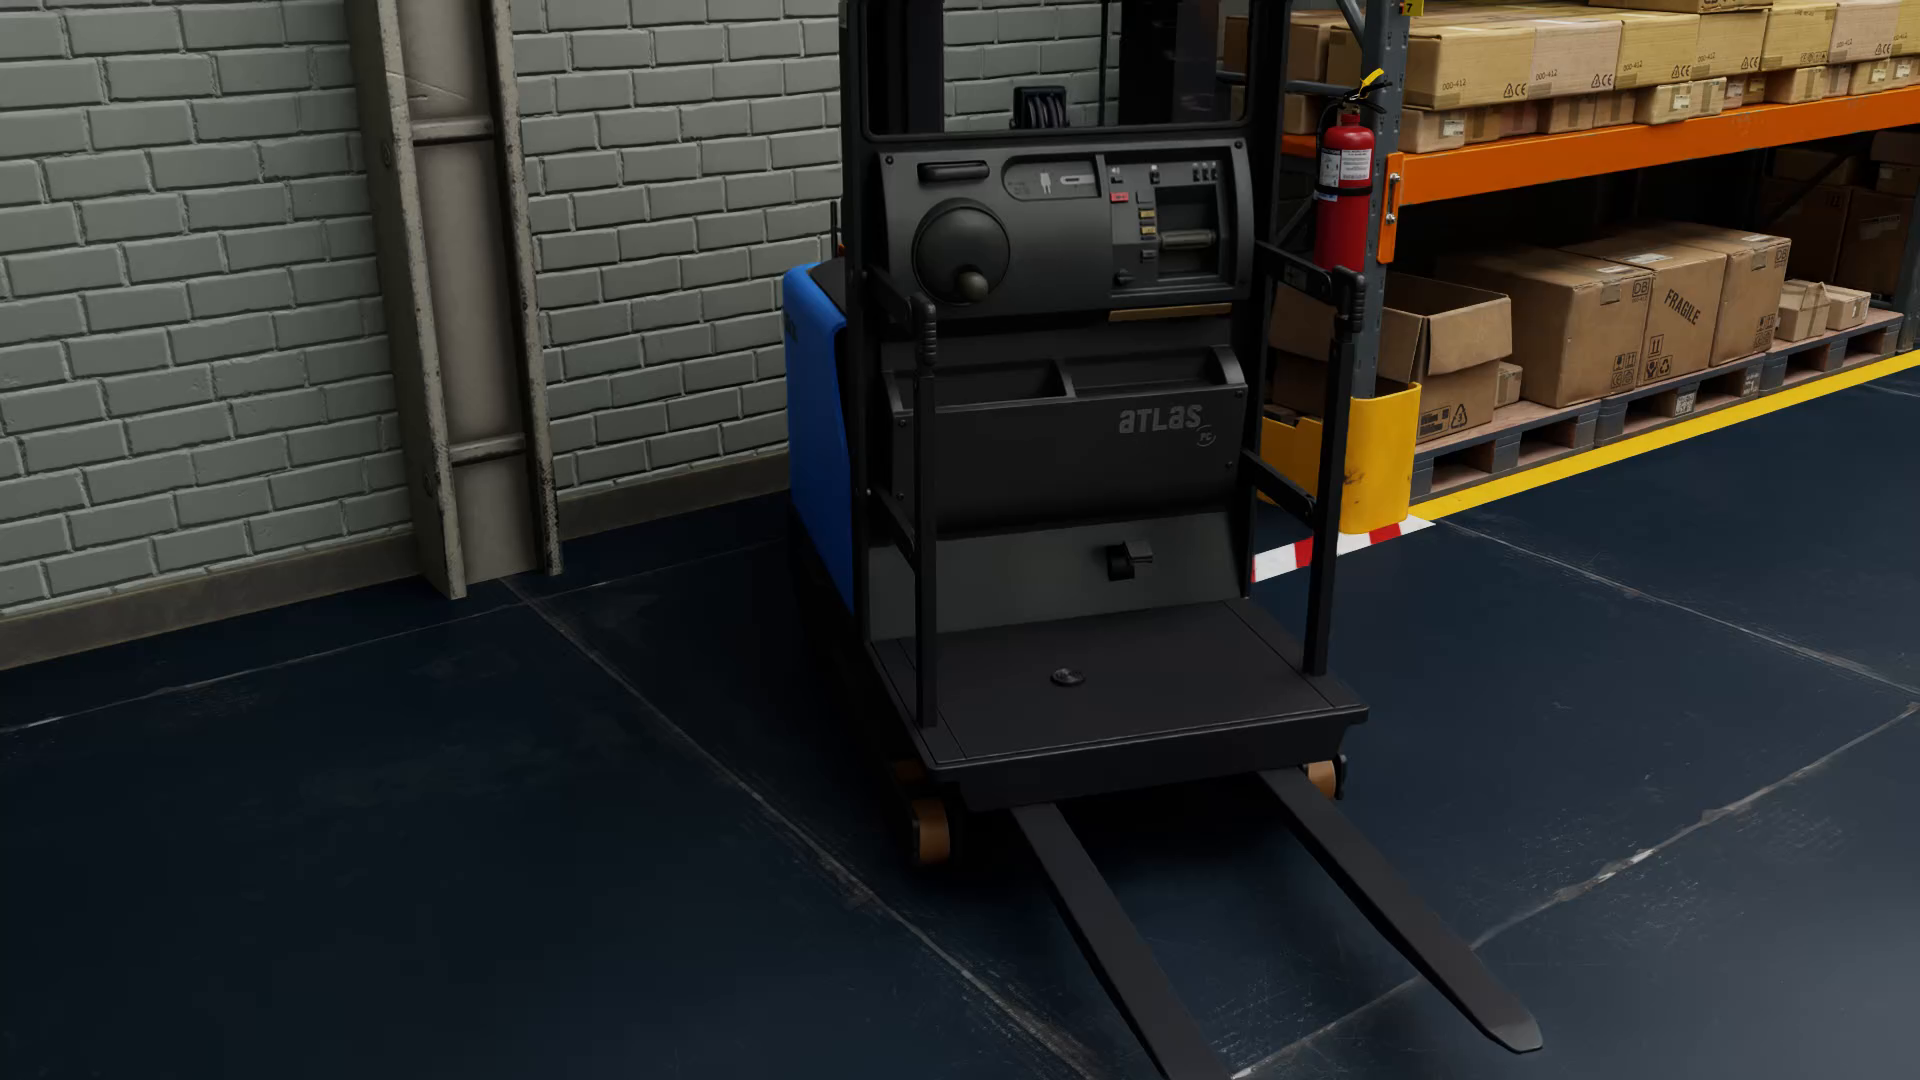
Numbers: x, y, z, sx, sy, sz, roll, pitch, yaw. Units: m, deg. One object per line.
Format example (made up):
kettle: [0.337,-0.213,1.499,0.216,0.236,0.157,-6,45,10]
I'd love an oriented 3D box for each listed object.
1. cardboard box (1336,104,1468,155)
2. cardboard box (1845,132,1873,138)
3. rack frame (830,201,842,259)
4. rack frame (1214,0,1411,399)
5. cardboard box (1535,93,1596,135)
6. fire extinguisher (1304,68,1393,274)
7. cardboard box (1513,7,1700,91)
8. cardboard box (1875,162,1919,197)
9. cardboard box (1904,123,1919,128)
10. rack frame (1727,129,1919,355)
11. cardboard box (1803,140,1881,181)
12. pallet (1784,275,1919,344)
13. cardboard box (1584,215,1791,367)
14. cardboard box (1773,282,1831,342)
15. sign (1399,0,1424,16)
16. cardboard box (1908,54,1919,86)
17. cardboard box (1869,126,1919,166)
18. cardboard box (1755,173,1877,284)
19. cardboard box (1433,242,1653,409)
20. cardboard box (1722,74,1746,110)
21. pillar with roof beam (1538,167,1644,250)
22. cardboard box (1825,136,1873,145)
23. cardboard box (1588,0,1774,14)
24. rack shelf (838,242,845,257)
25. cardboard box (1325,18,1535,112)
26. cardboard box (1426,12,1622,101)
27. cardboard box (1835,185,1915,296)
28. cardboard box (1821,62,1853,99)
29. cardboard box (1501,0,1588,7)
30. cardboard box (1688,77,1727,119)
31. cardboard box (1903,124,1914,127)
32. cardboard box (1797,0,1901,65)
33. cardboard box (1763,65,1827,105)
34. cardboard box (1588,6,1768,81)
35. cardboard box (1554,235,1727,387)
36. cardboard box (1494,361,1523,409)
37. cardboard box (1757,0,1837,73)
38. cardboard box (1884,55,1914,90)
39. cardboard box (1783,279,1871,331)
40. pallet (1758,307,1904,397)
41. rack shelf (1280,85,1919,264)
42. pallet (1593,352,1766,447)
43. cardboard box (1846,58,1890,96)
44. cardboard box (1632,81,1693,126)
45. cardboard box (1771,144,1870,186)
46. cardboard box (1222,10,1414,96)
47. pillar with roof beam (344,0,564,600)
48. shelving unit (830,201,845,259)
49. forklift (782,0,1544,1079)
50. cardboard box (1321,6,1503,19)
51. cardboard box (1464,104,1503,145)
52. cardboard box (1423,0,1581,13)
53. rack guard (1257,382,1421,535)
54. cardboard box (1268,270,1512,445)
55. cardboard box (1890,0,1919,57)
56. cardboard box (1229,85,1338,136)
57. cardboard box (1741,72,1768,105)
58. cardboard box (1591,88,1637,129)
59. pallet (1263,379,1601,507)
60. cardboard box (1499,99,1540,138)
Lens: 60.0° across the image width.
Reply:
cardboard box: [1.556,-1.471,5.875,0.250,0.149,0.380,-15,26,-33]
cardboard box: [5.101,-2.144,9.152,0.250,0.149,0.380,-16,27,-35]
rack frame: [-0.367,-0.508,5.551,0.015,1.200,0.240,-10,24,-22]
rack frame: [1.129,-1.599,5.856,0.127,3.000,1.000,-15,26,-33]
cardboard box: [2.169,-1.644,6.307,0.250,0.149,0.380,-14,26,-31]
fire extinguisher: [1.279,-1.219,5.512,0.183,0.674,0.296,-15,26,-33]
cardboard box: [2.473,-1.905,6.423,0.500,0.250,0.500,-16,26,-34]
cardboard box: [4.822,-1.798,8.285,0.250,0.149,0.380,-14,25,-30]
cardboard box: [5.005,-2.007,8.407,0.250,0.149,0.380,-16,27,-35]
rack frame: [4.376,-2.465,8.026,0.127,3.000,1.000,-15,26,-33]
cardboard box: [4.716,-2.025,8.855,0.250,0.149,0.380,-15,26,-33]
pallet: [5.014,-1.357,9.013,1.213,0.211,1.003,-15,26,-33]
cardboard box: [3.240,-1.135,7.500,0.500,0.500,0.700,-16,27,-35]
cardboard box: [3.805,-1.104,7.738,0.258,0.266,0.396,-14,26,-31]
sign: [1.446,-1.838,5.287,0.005,0.325,0.100,-15,26,-33]
cardboard box: [4.264,-2.203,7.709,0.250,0.149,0.380,-15,26,-32]
cardboard box: [4.787,-1.954,8.276,0.250,0.149,0.380,-15,26,-34]
cardboard box: [4.601,-1.694,8.901,0.500,0.500,0.500,-15,26,-33]
cardboard box: [2.397,-0.910,6.937,0.500,0.500,0.700,-14,26,-31]
cardboard box: [3.001,-1.875,6.886,0.250,0.149,0.380,-15,26,-33]
pillar with roof beam: [5.798,-4.077,3.971,0.400,9.000,9.100,-15,26,-33]
cardboard box: [4.909,-2.080,8.993,0.250,0.149,0.380,-15,26,-32]
cardboard box: [2.872,-2.358,6.547,0.500,0.500,0.500,-14,26,-32]
rack shelf: [-0.145,-0.910,5.498,0.480,0.148,0.258,-10,24,-22]
cardboard box: [1.654,-1.685,5.872,0.500,0.250,0.500,-15,26,-33]
cardboard box: [2.063,-1.794,6.146,0.500,0.250,0.500,-15,26,-32]
cardboard box: [4.900,-1.536,8.504,0.500,0.500,0.500,-14,25,-31]
cardboard box: [3.640,-2.028,7.271,0.250,0.149,0.380,-14,26,-31]
cardboard box: [2.596,-2.177,7.106,0.500,0.250,0.500,-15,26,-33]
cardboard box: [2.832,-1.798,6.694,0.250,0.149,0.380,-14,26,-32]
cardboard box: [5.532,-2.260,9.443,0.250,0.149,0.380,-14,26,-32]
cardboard box: [3.707,-2.237,7.256,0.500,0.250,0.500,-15,26,-33]
cardboard box: [3.449,-1.964,7.111,0.250,0.149,0.380,-15,26,-34]
cardboard box: [2.876,-2.022,6.717,0.500,0.250,0.500,-16,27,-34]
cardboard box: [2.885,-0.995,7.148,0.500,0.500,0.500,-14,26,-32]
cardboard box: [2.048,-0.654,6.768,0.250,0.149,0.380,-16,27,-35]
cardboard box: [3.294,-2.133,6.995,0.500,0.250,0.500,-15,26,-33]
cardboard box: [4.066,-2.140,7.552,0.250,0.149,0.380,-14,26,-31]
cardboard box: [4.095,-1.127,7.953,0.250,0.149,0.380,-16,27,-34]
pallet: [3.818,-1.021,8.171,1.213,0.211,1.003,-15,26,-33]
rack shelf: [2.752,-1.698,7.075,4.000,0.370,1.077,-15,26,-33]
pallet: [2.826,-0.756,7.506,1.213,0.211,1.003,-15,26,-33]
cardboard box: [3.869,-2.077,7.393,0.250,0.149,0.380,-14,26,-31]
cardboard box: [2.630,-1.735,6.536,0.250,0.149,0.380,-16,27,-34]
cardboard box: [4.506,-1.967,8.708,0.250,0.149,0.380,-16,27,-35]
cardboard box: [1.347,-1.847,6.279,0.500,0.250,0.500,-14,26,-31]
pillar with roof beam: [0.928,-2.778,0.716,0.400,9.000,9.100,-15,26,-33]
shelving unit: [-0.145,-0.545,5.644,0.503,1.200,0.258,-10,24,-22]
forklift: [0.326,-0.746,3.812,1.130,2.935,3.031,-6,23,-15]
cardboard box: [1.766,-1.958,6.558,0.500,0.250,0.500,-15,26,-33]
cardboard box: [1.735,-1.540,6.047,0.250,0.149,0.380,-14,26,-32]
cardboard box: [2.171,-2.064,6.823,0.500,0.250,0.500,-14,26,-31]
rack guard: [1.190,-0.455,6.361,0.348,0.500,1.175,-15,26,-33]
cardboard box: [1.680,-0.739,6.502,0.637,0.503,0.797,-16,27,-35]
cardboard box: [4.105,-2.350,7.539,0.500,0.250,0.500,-14,26,-32]
cardboard box: [1.241,-1.635,6.285,0.250,0.149,0.380,-15,26,-33]
cardboard box: [3.174,-1.942,7.055,0.250,0.149,0.380,-14,26,-32]
cardboard box: [2.381,-1.703,6.455,0.250,0.149,0.380,-14,26,-32]
pallet: [1.837,-0.493,6.848,1.213,0.211,1.003,-15,26,-33]
cardboard box: [1.928,-1.607,6.216,0.250,0.149,0.380,-15,26,-34]
